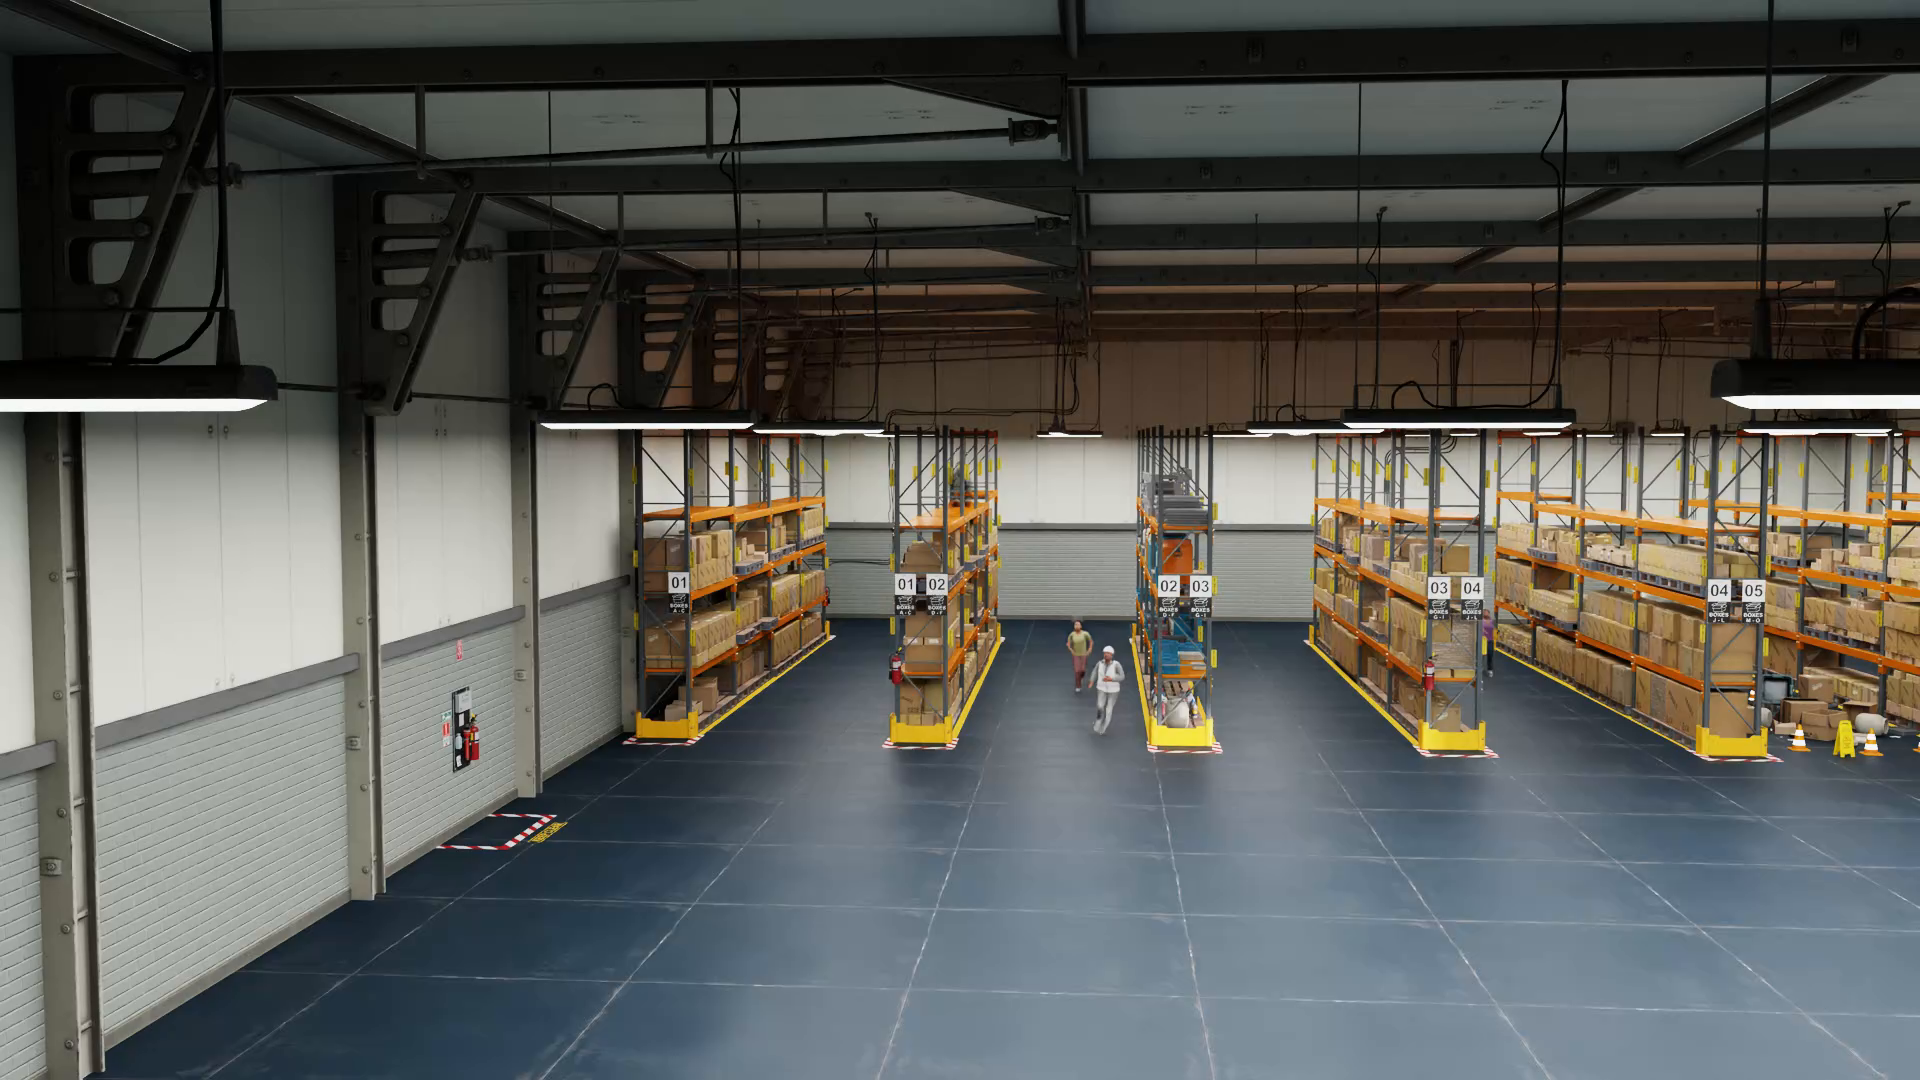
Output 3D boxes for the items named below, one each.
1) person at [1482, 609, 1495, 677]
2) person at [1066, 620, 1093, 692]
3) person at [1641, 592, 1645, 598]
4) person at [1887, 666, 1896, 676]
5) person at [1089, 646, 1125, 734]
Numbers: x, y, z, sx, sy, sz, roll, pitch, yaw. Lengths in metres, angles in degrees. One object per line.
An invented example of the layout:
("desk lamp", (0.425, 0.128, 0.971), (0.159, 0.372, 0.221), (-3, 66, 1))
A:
("person", (12.815, 2.477, 40.550), (0.537, 1.609, 0.871), (0, 3, 0))
("person", (2.724, 2.636, 37.897), (0.593, 1.633, 0.619), (1, 3, 9))
("person", (19.370, 2.050, 47.474), (0.740, 1.731, 0.579), (0, 3, -5))
("person", (21.410, 2.594, 37.852), (0.659, 1.757, 0.878), (0, 3, 6))
("person", (2.840, 2.920, 32.289), (0.718, 1.734, 0.639), (1, 3, 9))
